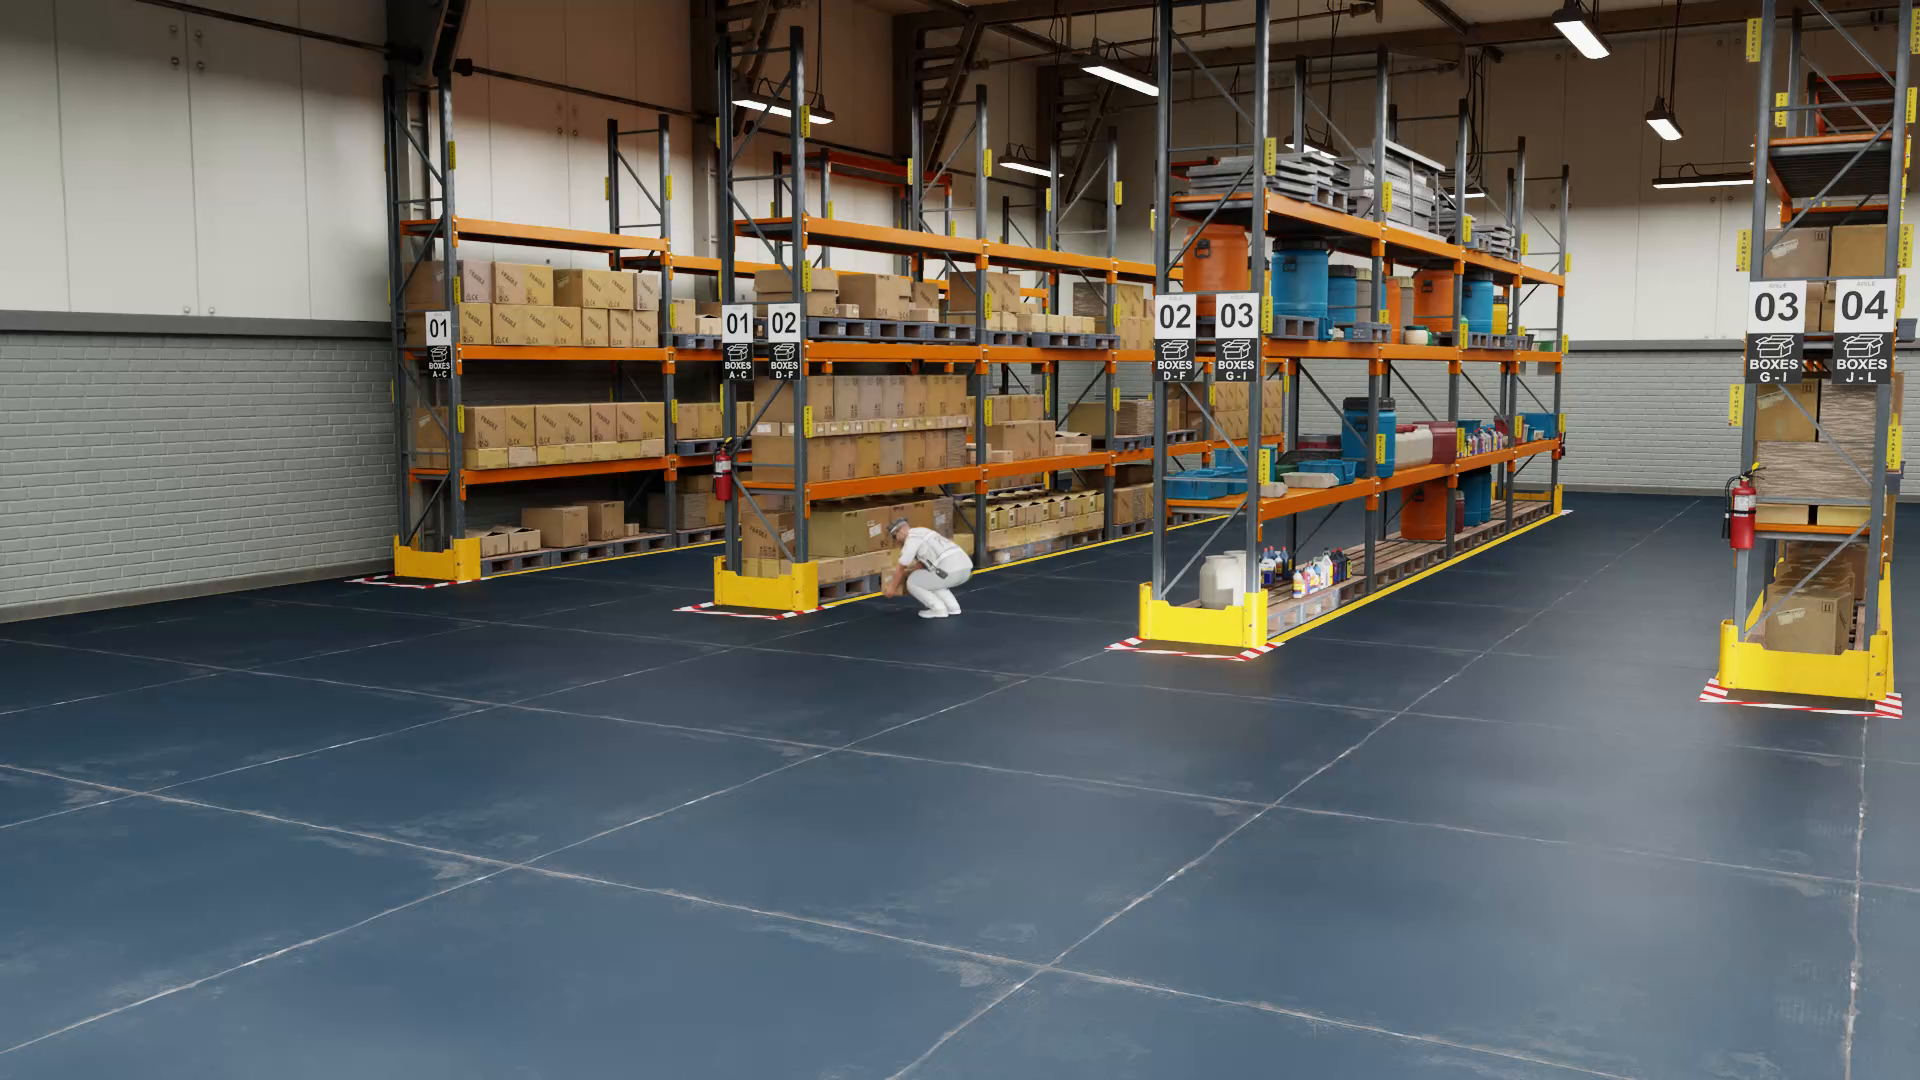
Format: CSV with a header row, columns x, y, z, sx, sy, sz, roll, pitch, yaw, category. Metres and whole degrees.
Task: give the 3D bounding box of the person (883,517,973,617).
x,y,z,sx,sy,sz,roll,pitch,yaw,category
-0.333,0.273,17.095,0.914,1.012,0.565,3,7,28,person
